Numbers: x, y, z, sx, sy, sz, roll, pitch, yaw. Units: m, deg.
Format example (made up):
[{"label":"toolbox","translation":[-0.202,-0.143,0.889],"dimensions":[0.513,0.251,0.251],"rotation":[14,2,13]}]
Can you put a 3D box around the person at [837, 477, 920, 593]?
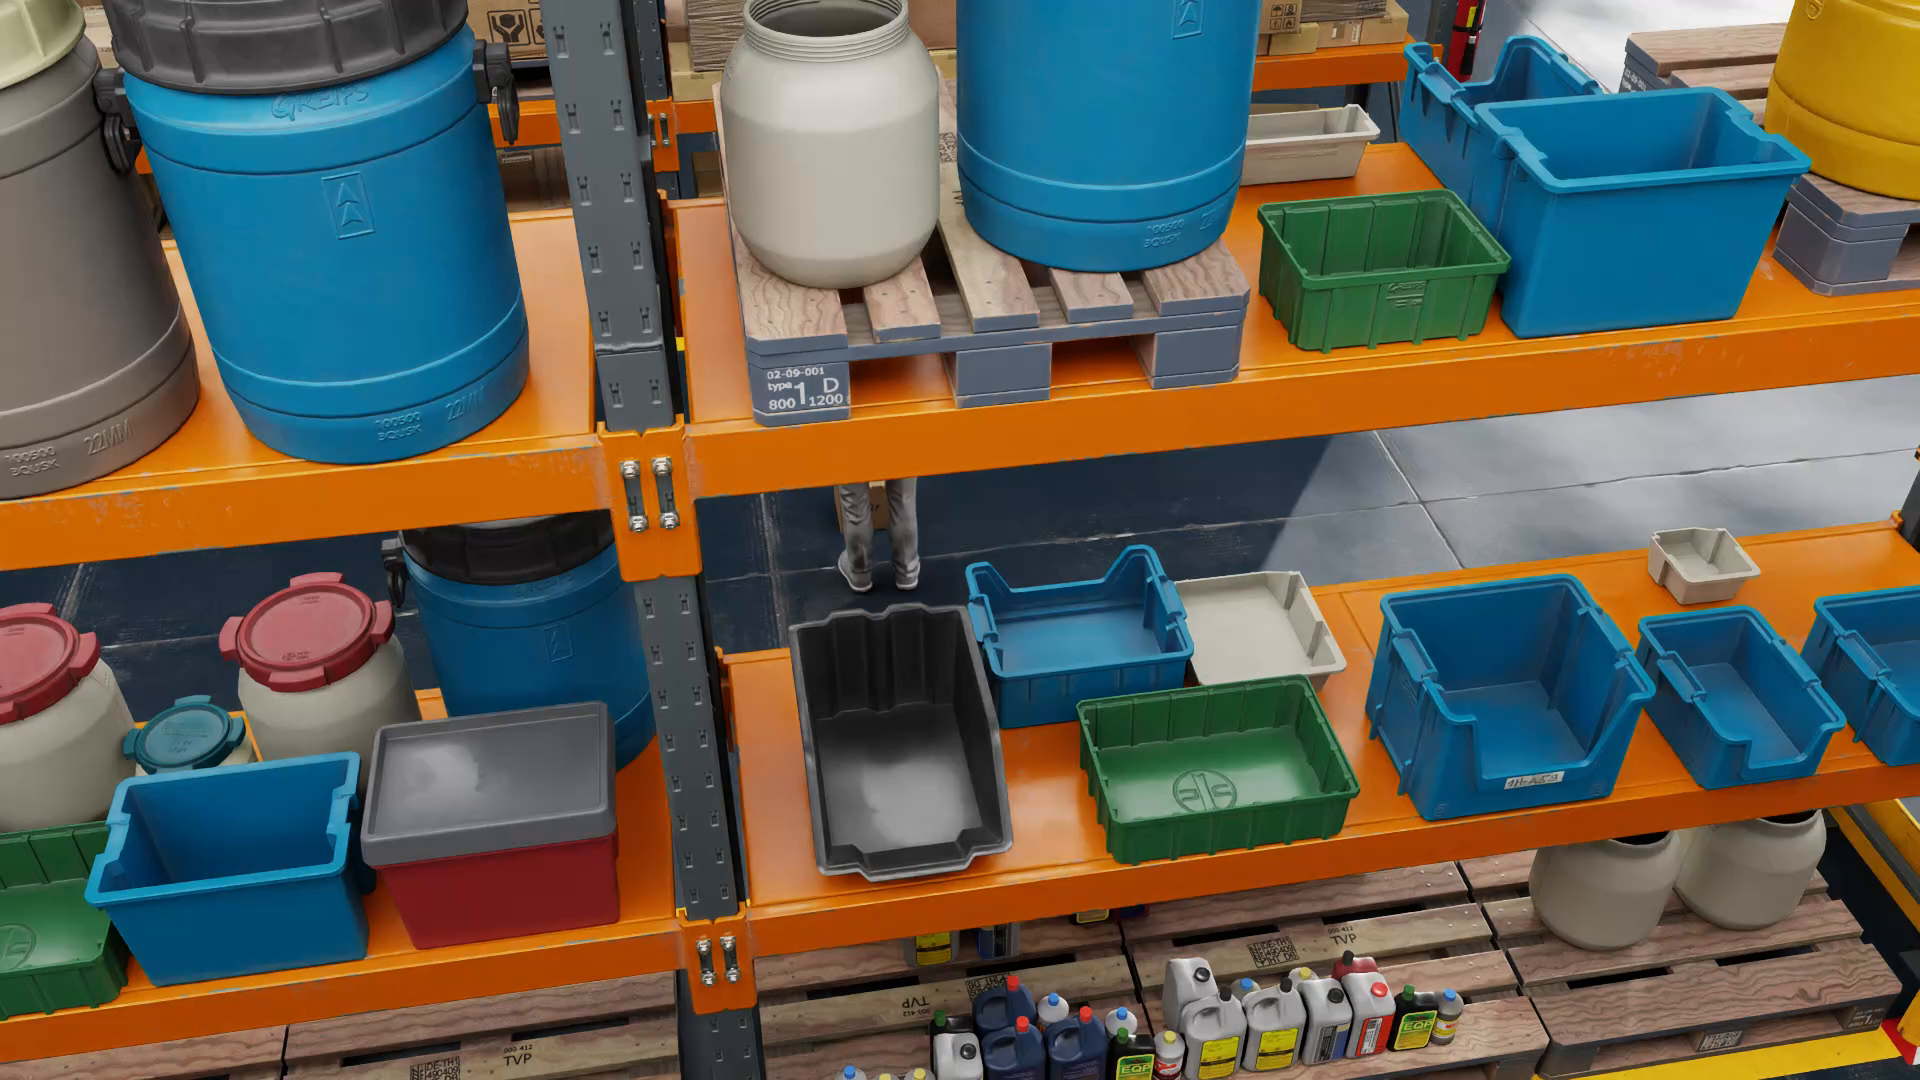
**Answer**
[{"label":"person","translation":[-0.374,-0.482,6.725],"dimensions":[0.492,1.705,0.363],"rotation":[-6,39,-7]}]
